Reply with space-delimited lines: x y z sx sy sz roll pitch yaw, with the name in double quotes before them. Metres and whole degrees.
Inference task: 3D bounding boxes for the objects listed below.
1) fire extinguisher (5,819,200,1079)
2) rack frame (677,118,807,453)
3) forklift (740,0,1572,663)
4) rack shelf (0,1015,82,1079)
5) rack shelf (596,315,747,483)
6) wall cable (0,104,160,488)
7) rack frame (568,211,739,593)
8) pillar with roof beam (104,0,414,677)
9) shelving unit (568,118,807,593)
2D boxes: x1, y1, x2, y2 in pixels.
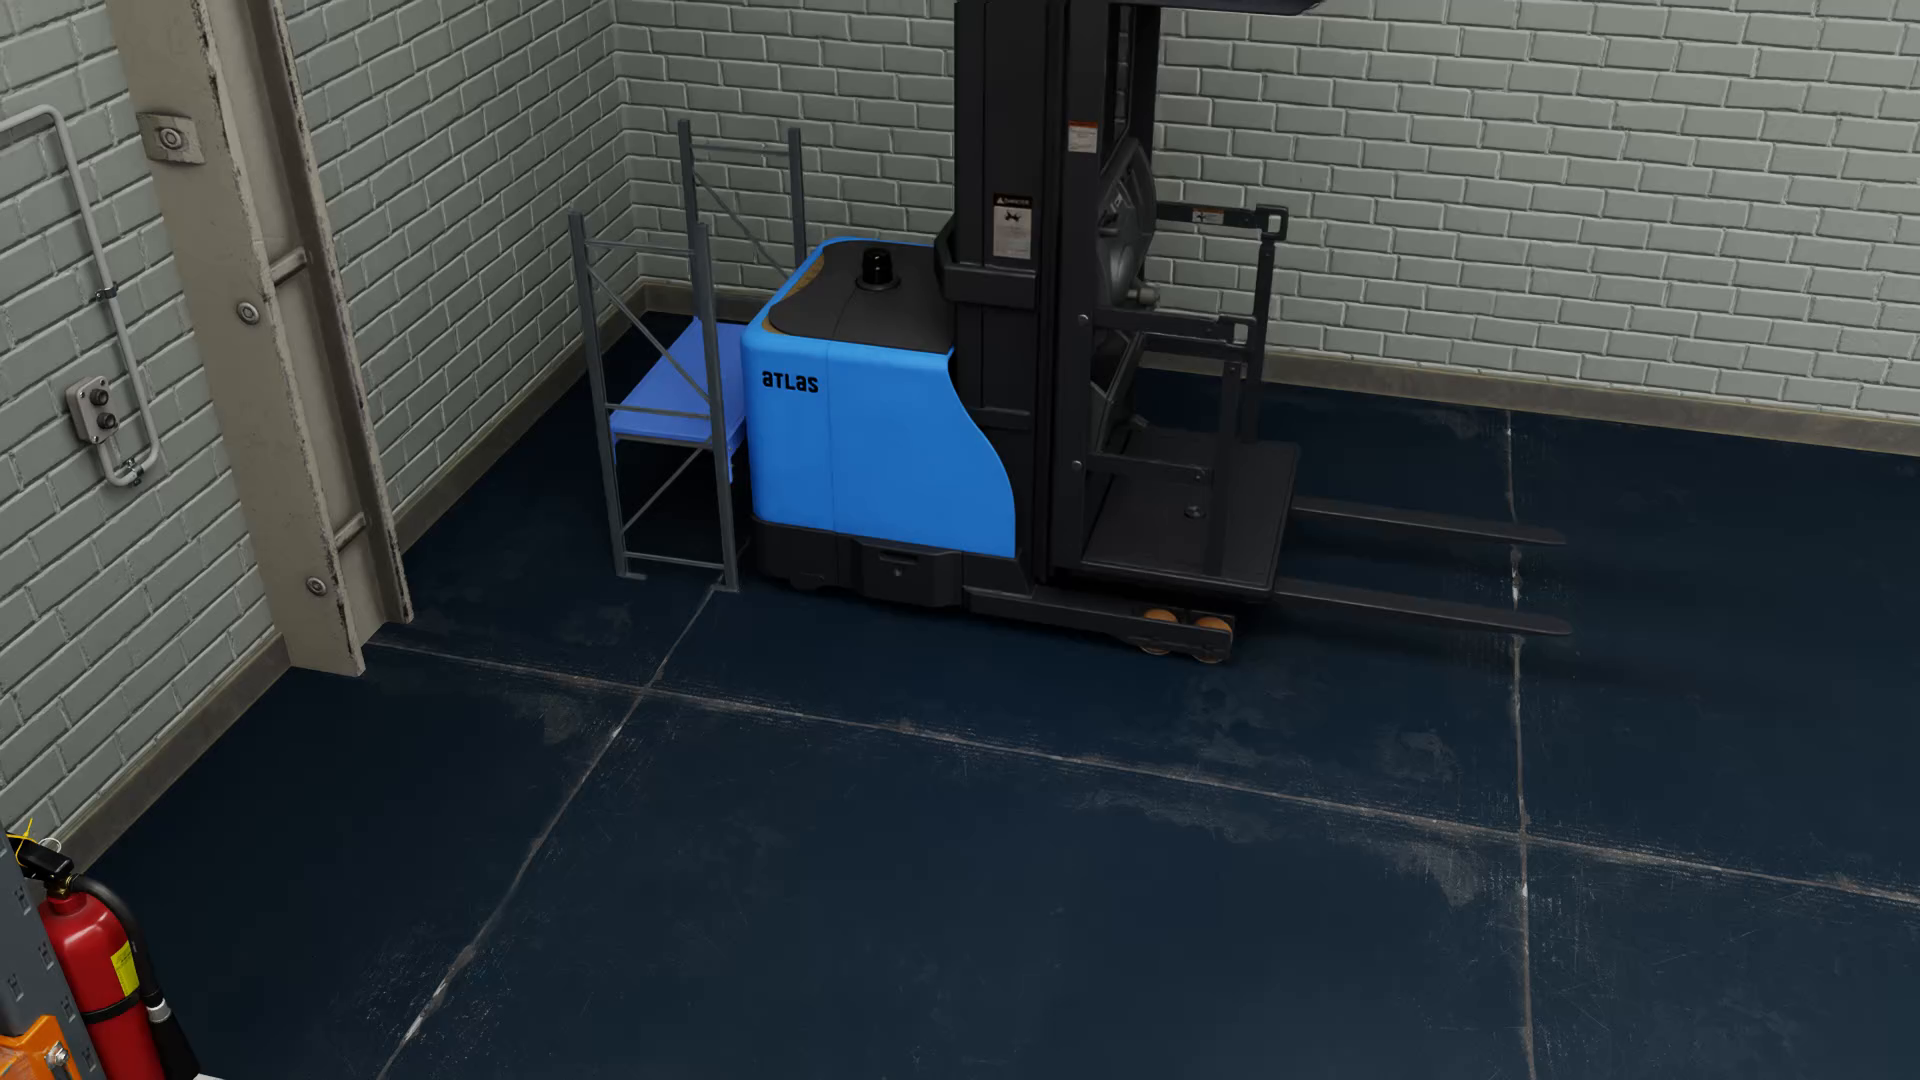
"fire extinguisher" -1.626 0.796 3.121 0.296 0.674 0.183 8 33 12
"rack frame" -0.869 -0.997 6.920 0.500 1.500 0.032 7 33 11
"forklift" 0.770 -1.107 5.759 3.031 2.935 1.130 8 33 13
"rack shelf" -2.618 1.963 1.536 1.077 0.370 4.000 8 33 12
"rack shelf" -0.986 -0.580 6.599 0.538 0.185 1.000 7 33 11
"wall cable" -2.701 -0.600 3.951 0.084 1.984 1.851 8 33 12
"rack frame" -1.103 -0.466 6.085 0.500 1.500 0.032 7 33 11
"pillar with roof beam" 1.902 -2.843 2.834 9.100 9.000 0.400 8 33 12
"shelving unit" -0.986 -0.731 6.502 0.538 1.500 1.048 7 33 11
